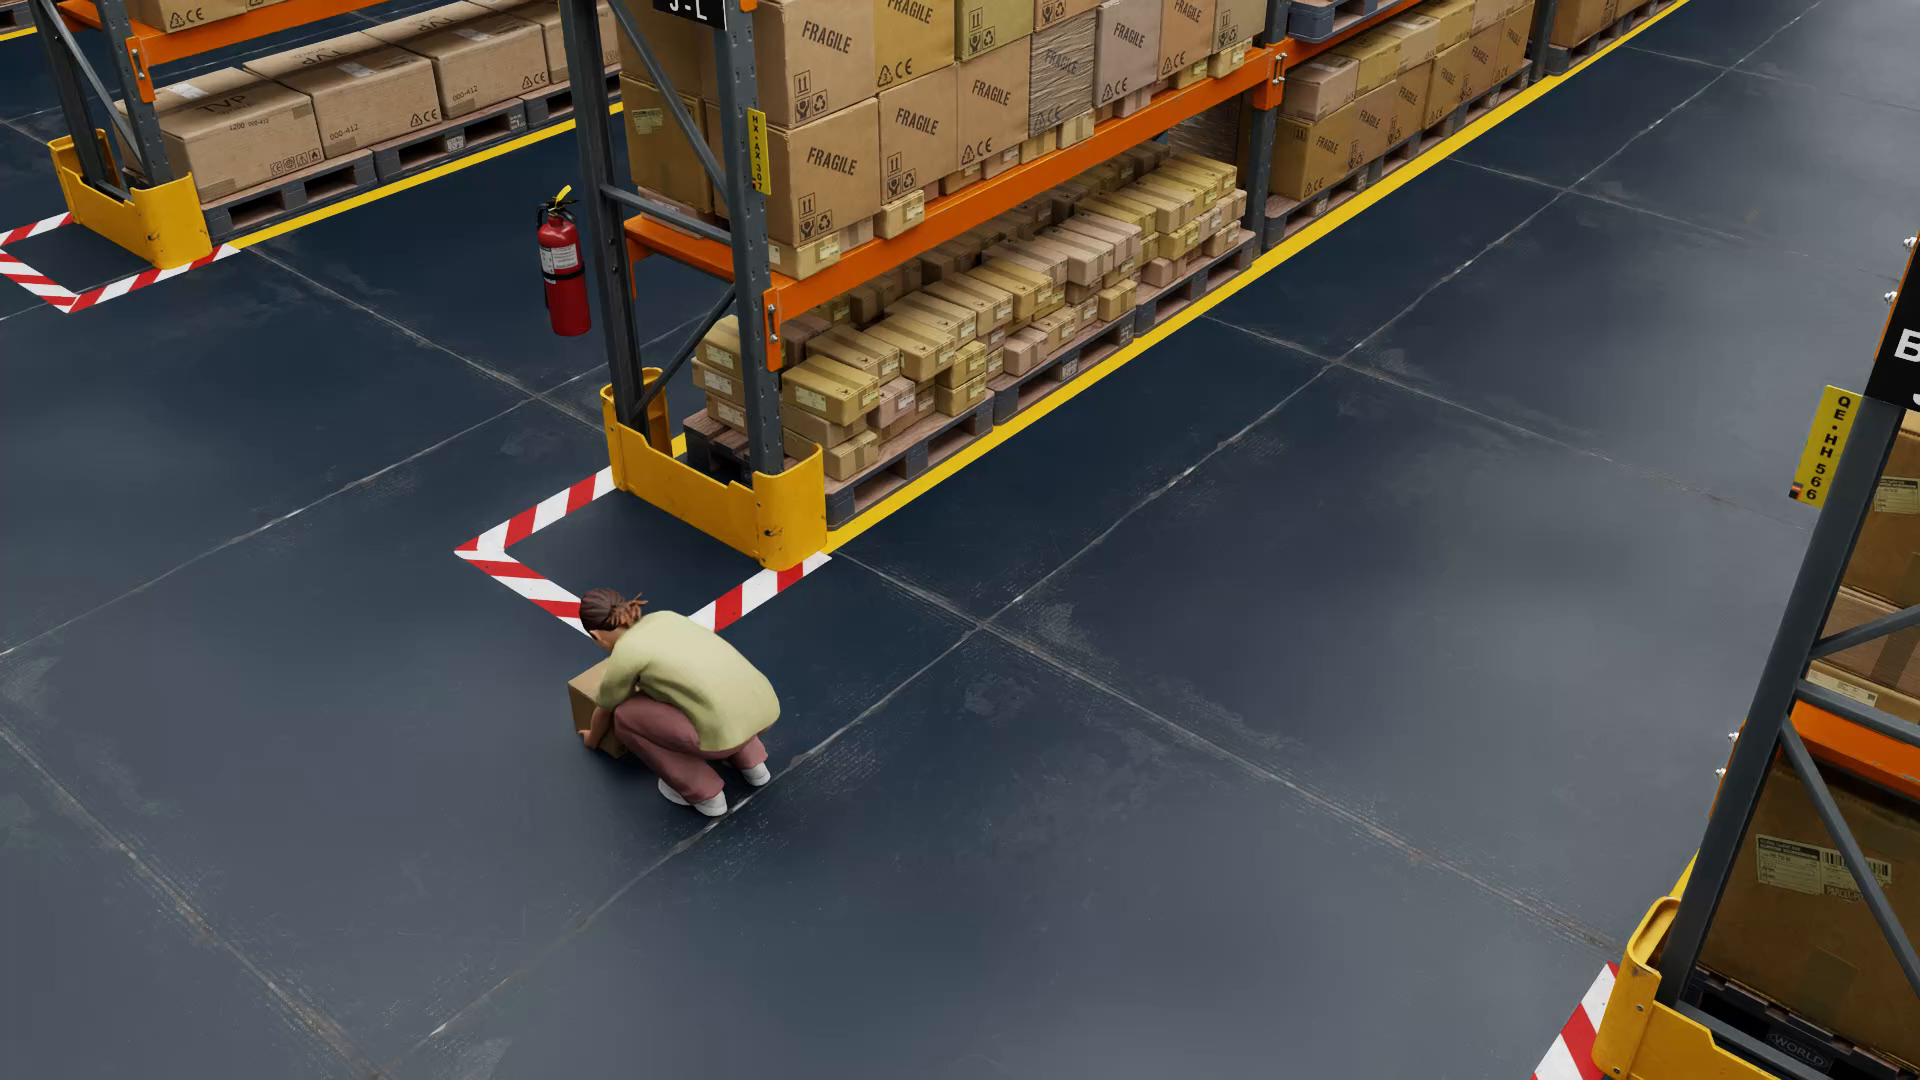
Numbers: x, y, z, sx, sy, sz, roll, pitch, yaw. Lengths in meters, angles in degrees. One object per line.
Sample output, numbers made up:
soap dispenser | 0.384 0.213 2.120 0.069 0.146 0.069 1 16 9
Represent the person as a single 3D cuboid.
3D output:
person | -1.057 0.591 6.193 0.862 0.798 0.476 26 42 32
